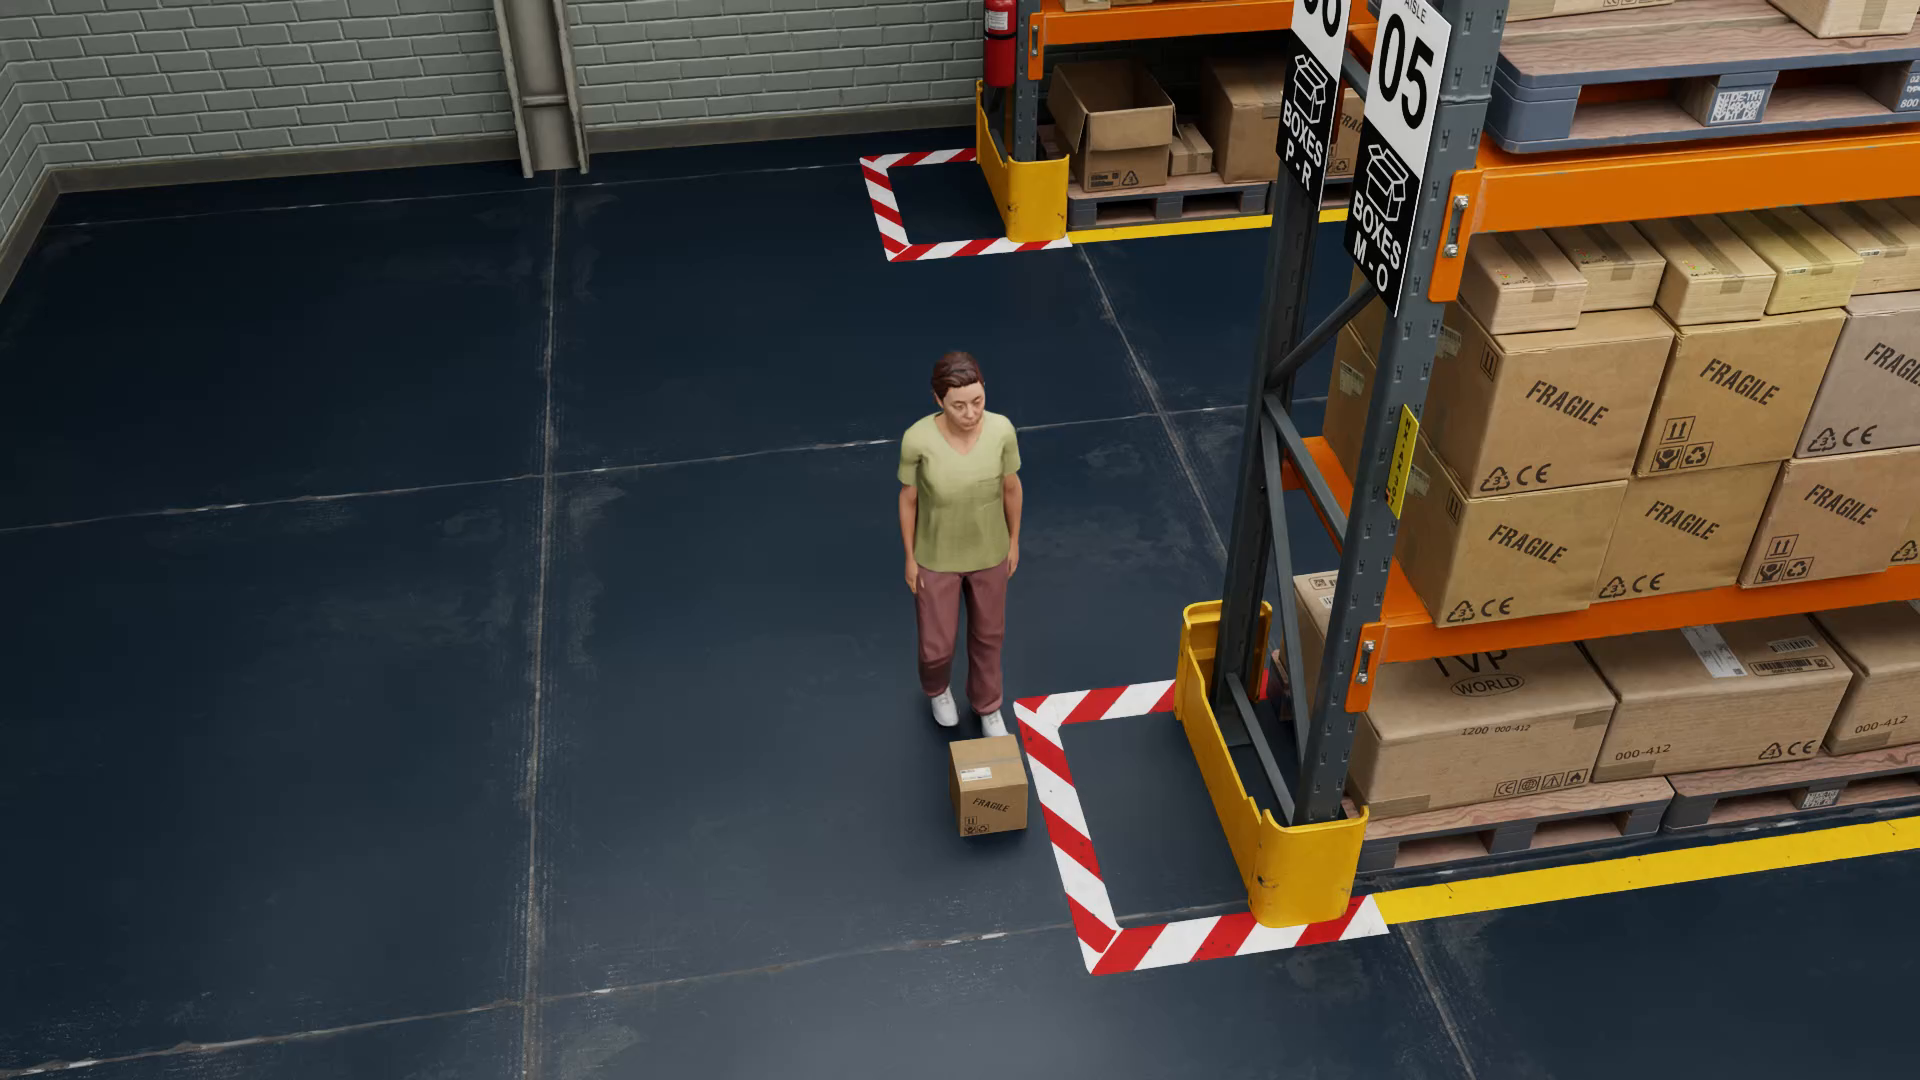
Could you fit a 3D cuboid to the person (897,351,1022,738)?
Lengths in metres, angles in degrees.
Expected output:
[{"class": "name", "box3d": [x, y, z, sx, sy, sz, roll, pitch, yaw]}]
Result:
[{"class": "person", "box3d": [0.010, 0.050, 6.079, 0.454, 1.680, 0.432, -8, 39, -9]}]
